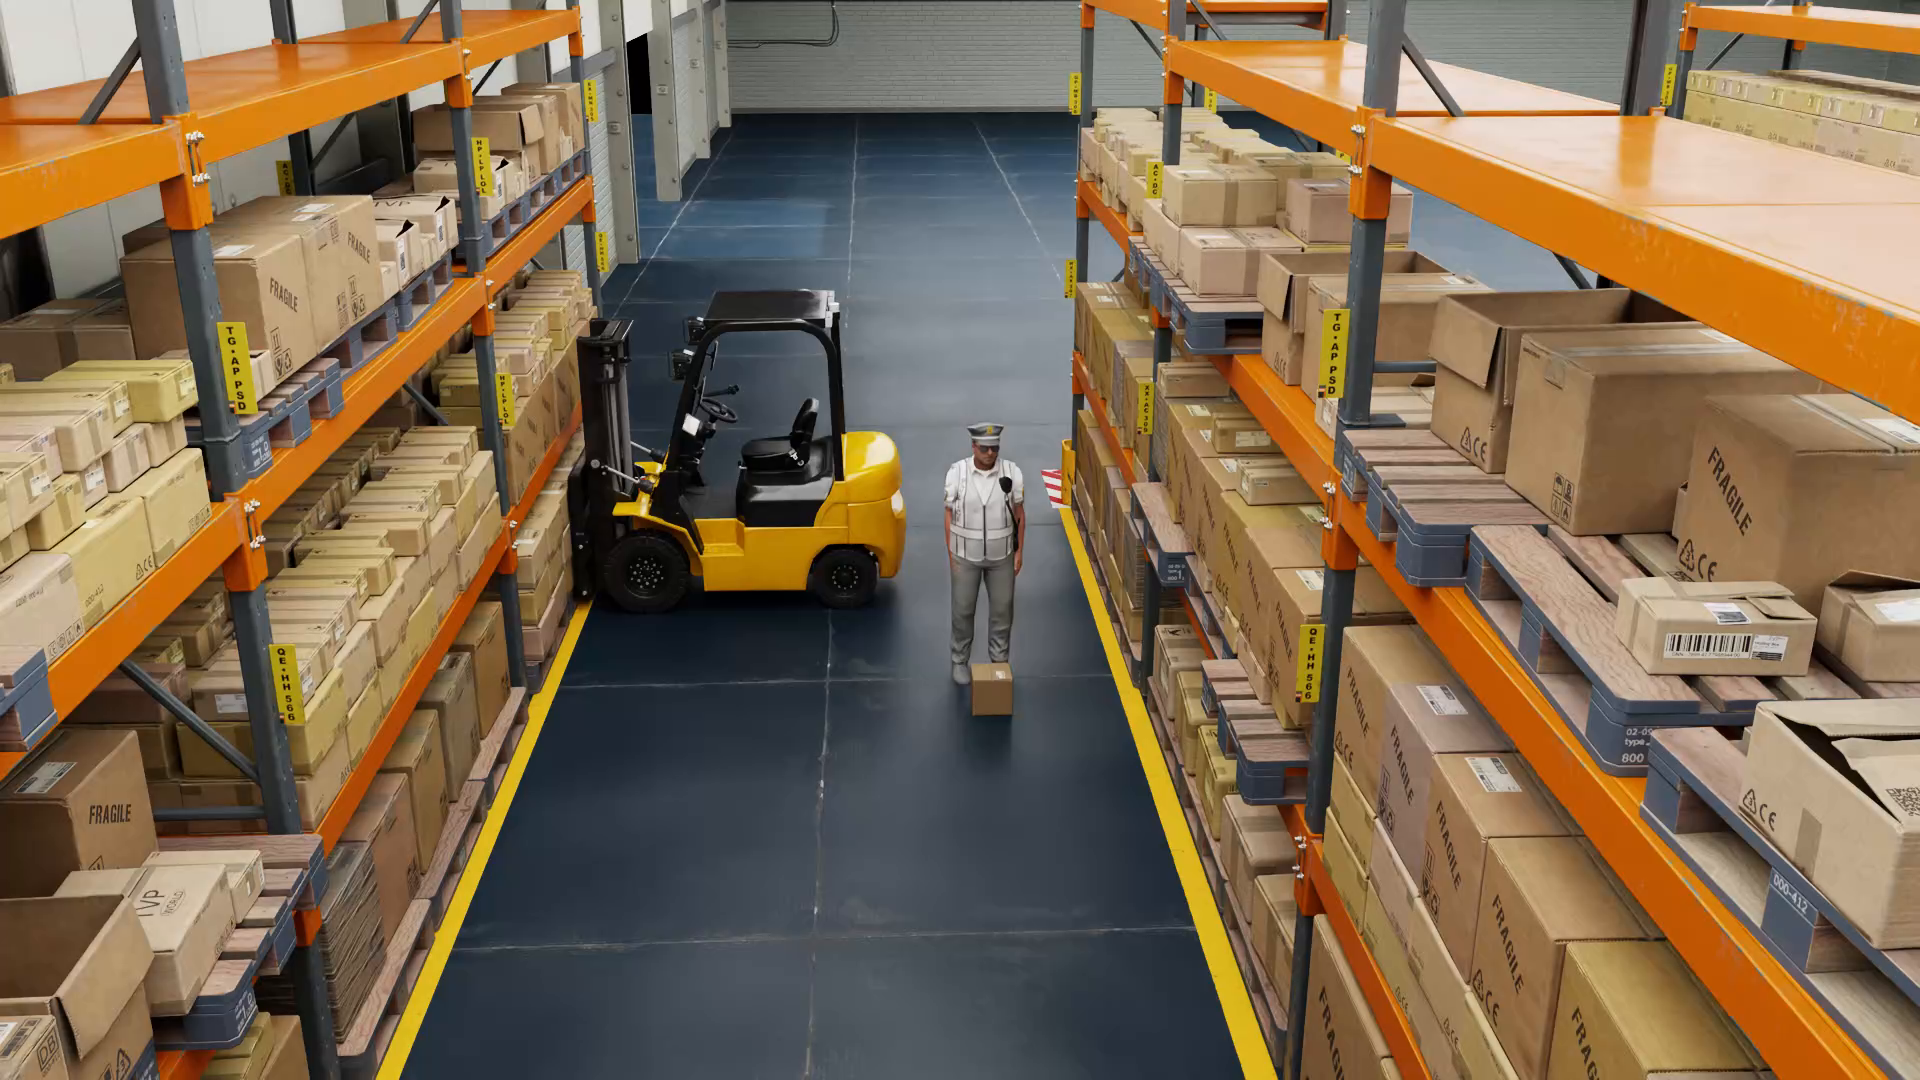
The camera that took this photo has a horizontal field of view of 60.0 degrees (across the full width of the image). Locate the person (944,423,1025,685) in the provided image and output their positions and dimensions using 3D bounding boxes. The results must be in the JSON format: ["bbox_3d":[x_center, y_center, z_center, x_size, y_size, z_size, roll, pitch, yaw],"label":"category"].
[{"bbox_3d":[0.165,0.089,10.845,0.526,1.778,0.393,-2,20,-5],"label":"person"}]
